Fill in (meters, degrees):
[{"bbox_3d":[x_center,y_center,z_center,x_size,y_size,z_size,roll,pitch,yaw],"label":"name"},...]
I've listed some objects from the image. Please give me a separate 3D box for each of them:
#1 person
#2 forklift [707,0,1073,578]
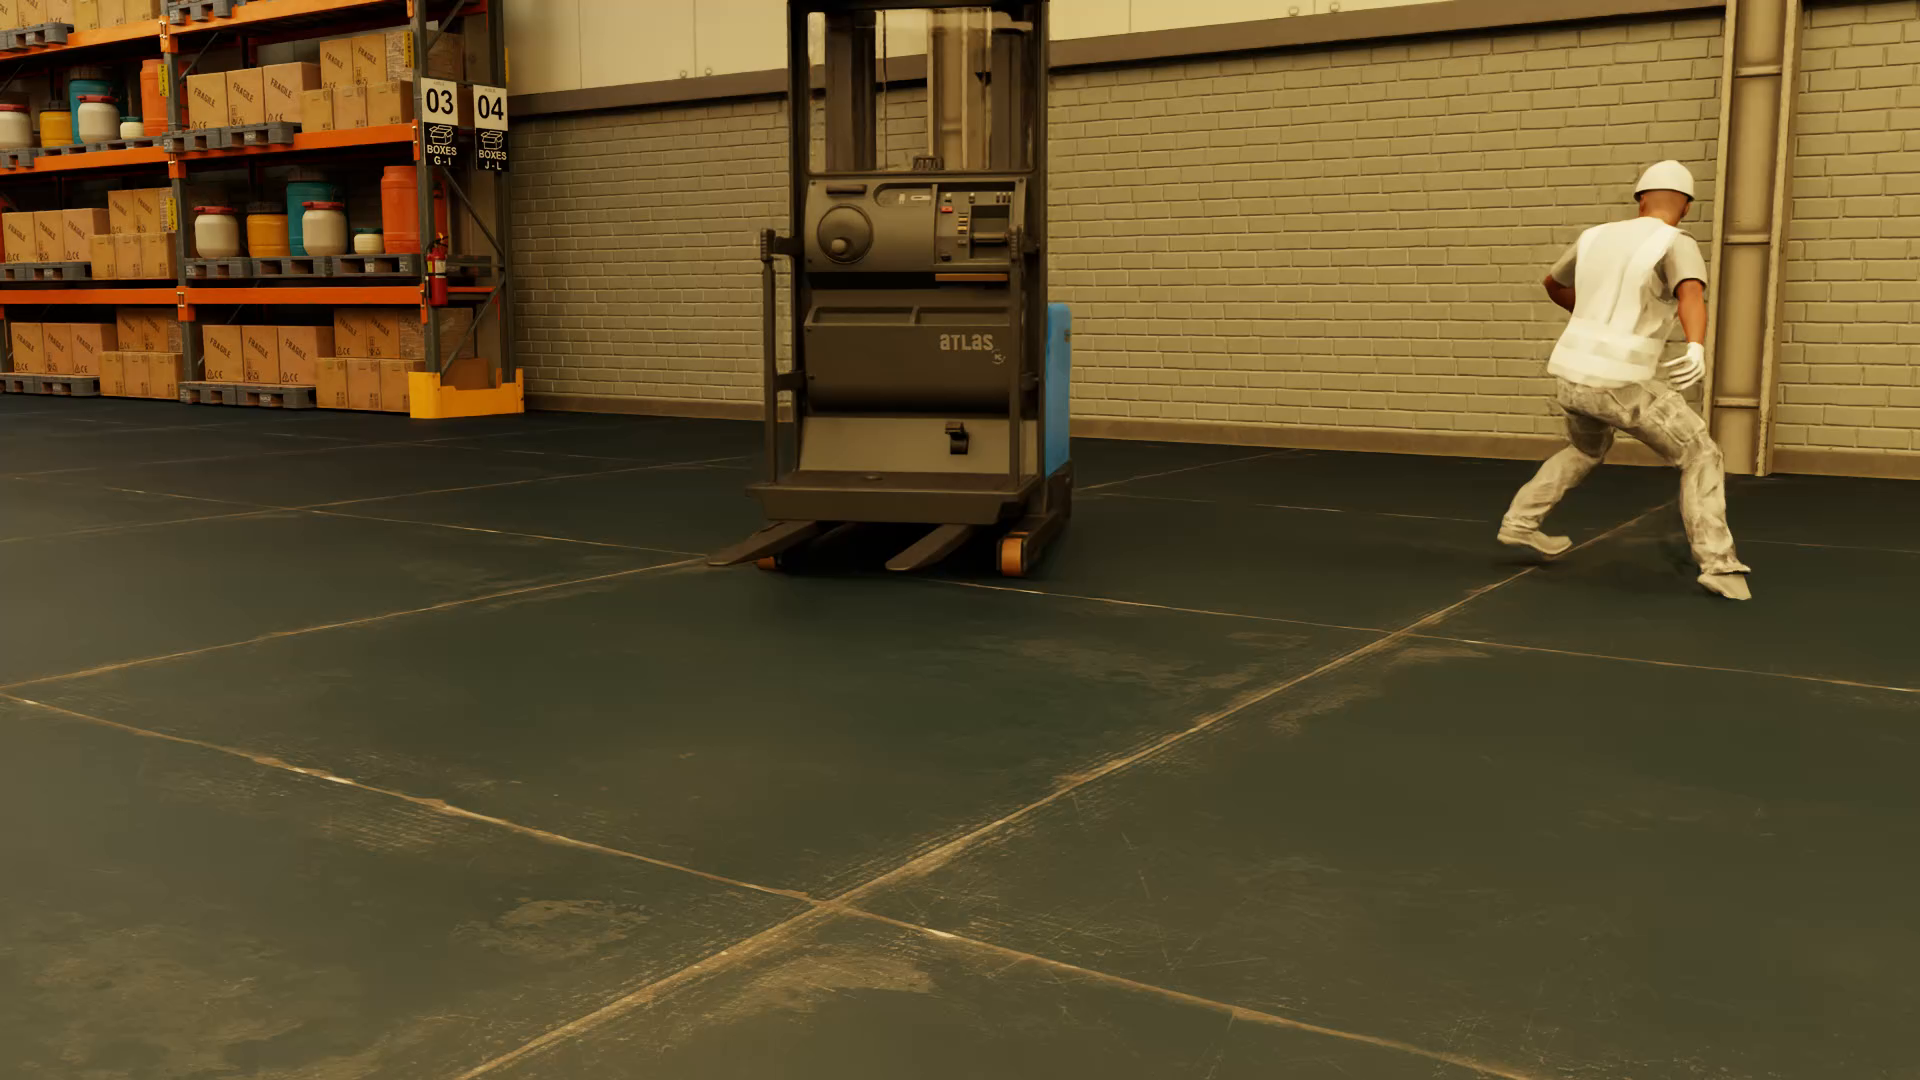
[{"bbox_3d":[2.600,-0.584,6.405,0.583,1.733,1.147,-2,8,-15],"label":"person"},{"bbox_3d":[-0.224,-1.354,6.712,1.130,2.935,3.031,2,8,10],"label":"forklift"}]
